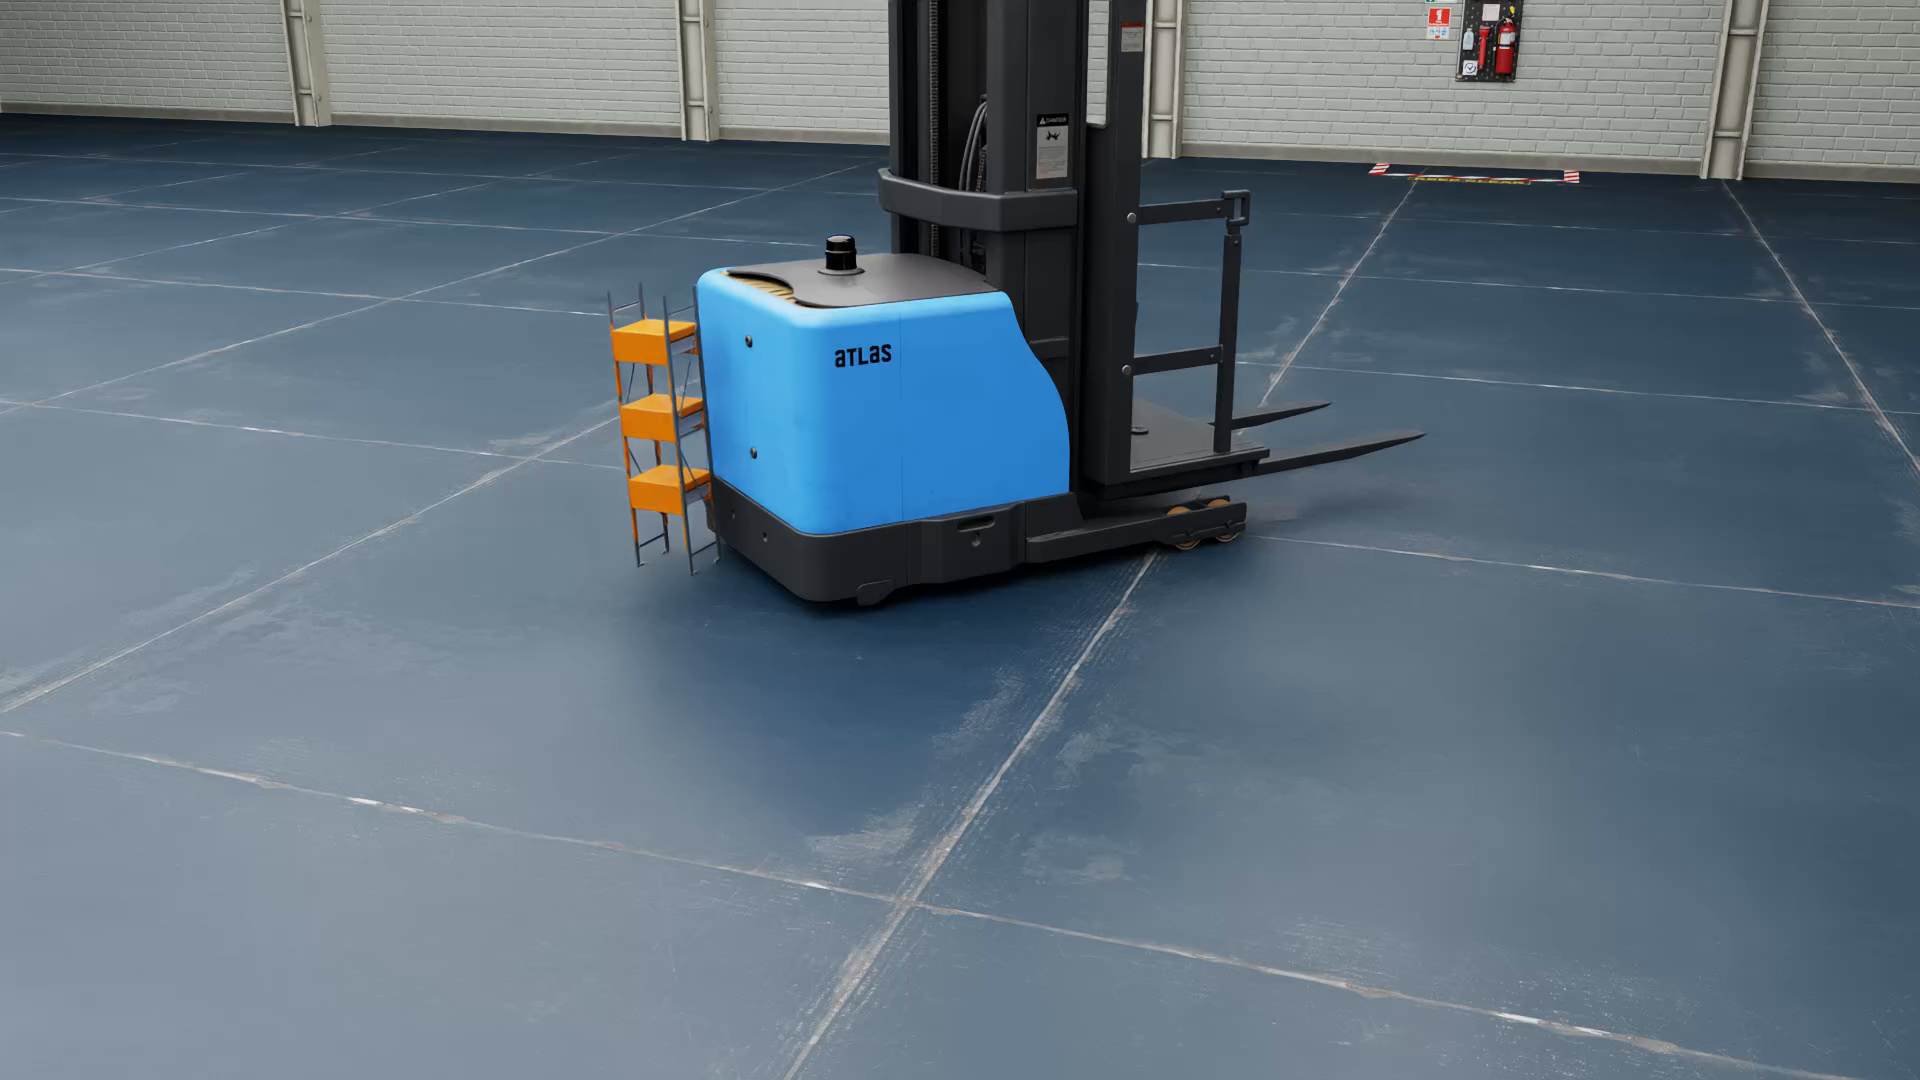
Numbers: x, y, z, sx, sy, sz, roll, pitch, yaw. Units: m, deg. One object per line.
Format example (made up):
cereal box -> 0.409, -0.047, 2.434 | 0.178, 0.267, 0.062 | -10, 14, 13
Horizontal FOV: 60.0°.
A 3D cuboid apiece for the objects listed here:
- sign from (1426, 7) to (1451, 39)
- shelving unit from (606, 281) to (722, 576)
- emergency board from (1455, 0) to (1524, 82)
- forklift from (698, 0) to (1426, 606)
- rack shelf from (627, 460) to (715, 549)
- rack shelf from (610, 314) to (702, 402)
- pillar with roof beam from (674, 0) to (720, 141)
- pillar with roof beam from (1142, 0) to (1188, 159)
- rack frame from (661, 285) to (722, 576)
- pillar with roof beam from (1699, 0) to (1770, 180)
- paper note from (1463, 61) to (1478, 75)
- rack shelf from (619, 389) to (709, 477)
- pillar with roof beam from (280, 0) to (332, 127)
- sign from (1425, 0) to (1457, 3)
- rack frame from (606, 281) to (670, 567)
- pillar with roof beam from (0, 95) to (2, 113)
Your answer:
sign -> 5.214, -5.629, 18.114 | 0.234, 0.329, 0.001 | 7, 20, 18
shelving unit -> -1.085, -0.407, 6.129 | 0.252, 1.050, 0.215 | 8, 22, 26
emergency board -> 5.703, -5.520, 17.856 | 0.643, 1.169, 0.194 | 7, 20, 18
forklift -> 0.545, -1.485, 6.385 | 3.031, 2.935, 1.130 | -11, 22, -28
rack shelf -> -1.074, -0.136, 6.228 | 0.240, 0.259, 0.215 | 8, 22, 26
rack shelf -> -1.095, -0.664, 6.036 | 0.240, 0.259, 0.215 | 8, 22, 26
pillar with roof beam -> -4.724, -8.032, 15.948 | 0.400, 9.000, 9.100 | 7, 20, 18
pillar with roof beam -> 0.944, -7.384, 14.088 | 0.400, 9.000, 9.100 | 7, 20, 18
rack frame -> -0.976, -0.392, 6.076 | 0.008, 1.050, 0.200 | 8, 22, 26
pillar with roof beam -> 6.612, -6.736, 12.229 | 0.400, 9.000, 9.100 | 7, 20, 18
paper note -> 5.558, -5.145, 18.118 | 0.142, 0.148, 0.016 | 7, 20, 18
rack shelf -> -1.084, -0.397, 6.133 | 0.240, 0.259, 0.215 | 8, 22, 26
pillar with roof beam -> -10.391, -8.680, 17.807 | 0.400, 9.000, 9.100 | 7, 20, 18
sign -> 5.216, -5.876, 18.017 | 0.331, 0.109, 0.001 | 7, 20, 18
rack frame -> -1.193, -0.422, 6.183 | 0.008, 1.050, 0.200 | 8, 22, 26
pillar with roof beam -> -16.059, -9.328, 19.666 | 0.400, 9.000, 9.100 | 7, 20, 18
